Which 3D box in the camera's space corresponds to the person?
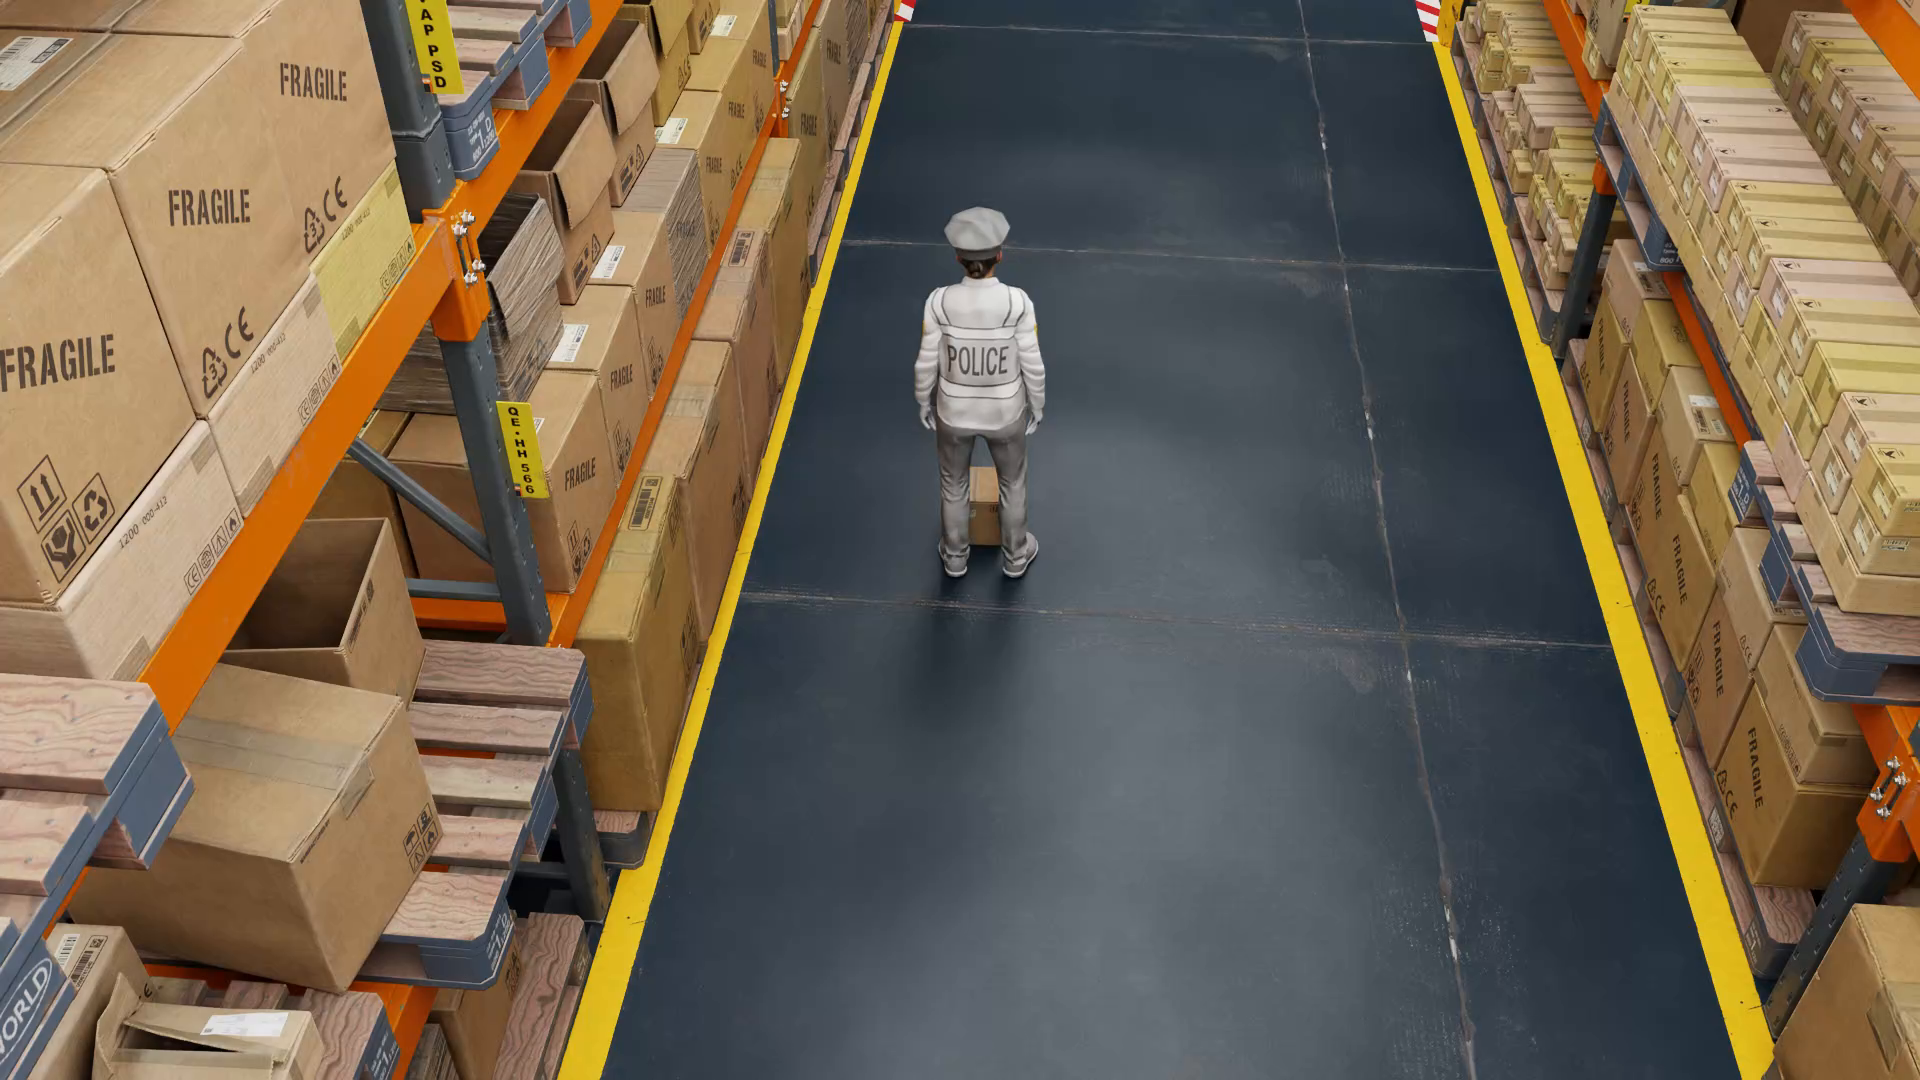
[{"bbox_3d":[0.082,-0.536,6.786,0.528,1.663,0.372,3,40,3],"label":"person"}]
